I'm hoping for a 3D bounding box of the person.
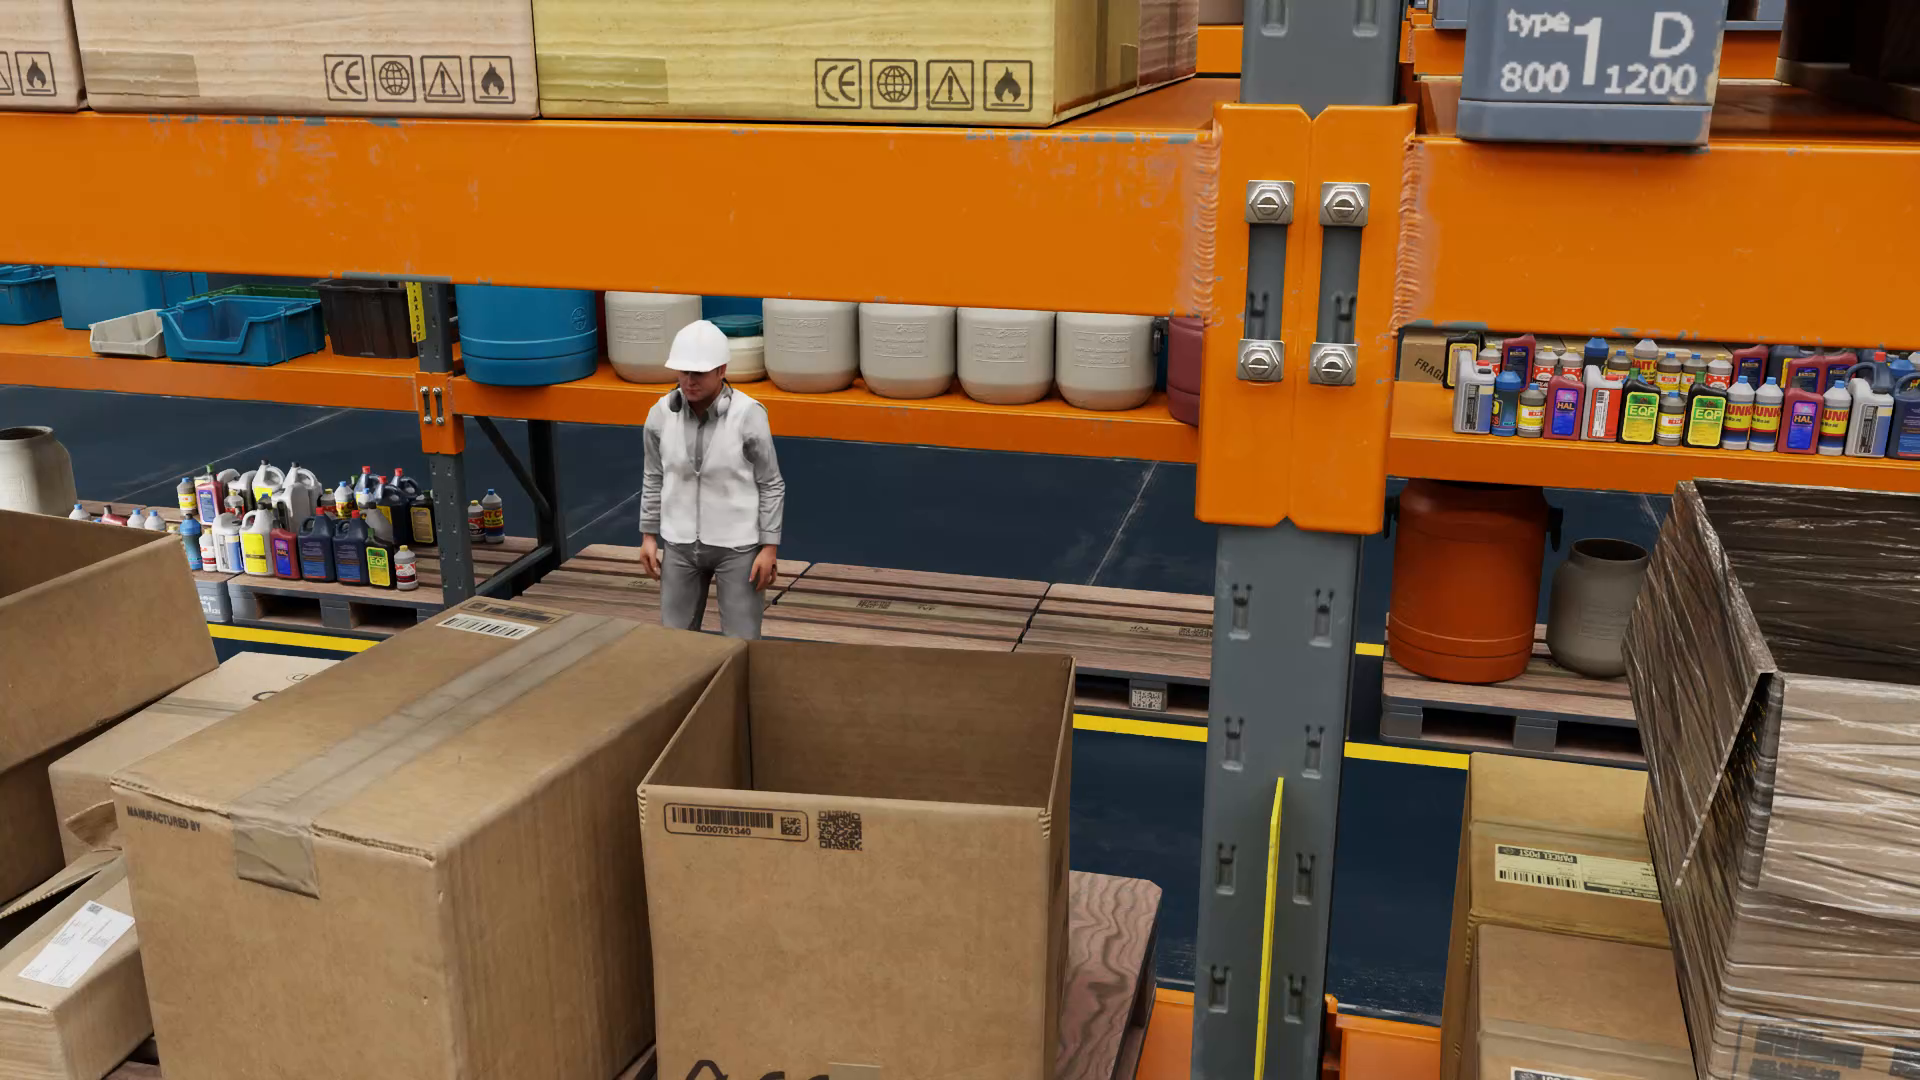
[{"bbox_3d":[-0.965,0.017,6.462,0.580,1.771,0.461,5,19,14],"label":"person"}]
